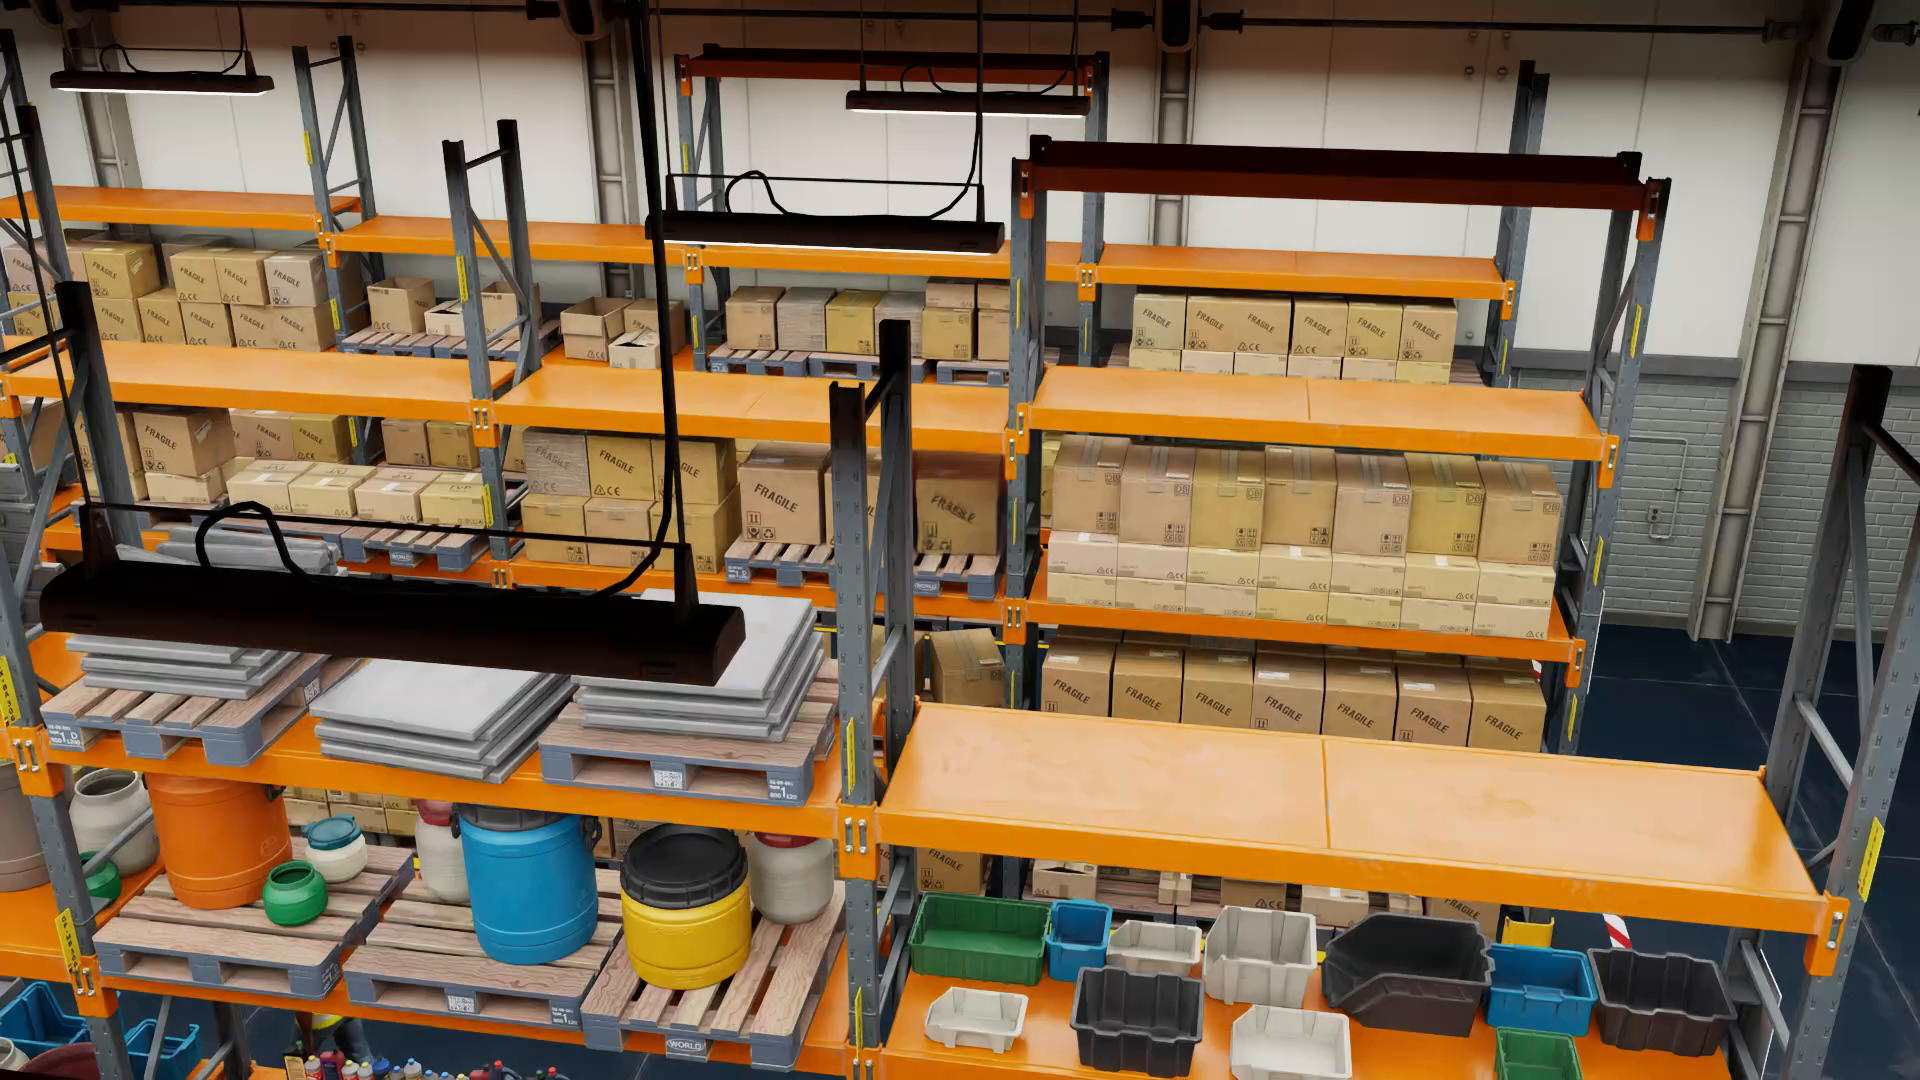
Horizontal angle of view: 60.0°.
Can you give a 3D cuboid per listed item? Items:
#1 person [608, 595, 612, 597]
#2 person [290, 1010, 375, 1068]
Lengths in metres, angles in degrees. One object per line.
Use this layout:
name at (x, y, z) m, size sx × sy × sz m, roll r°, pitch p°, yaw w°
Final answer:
person at (-3.318, 1.202, 15.396) m, size 0.754 × 1.675 × 0.659 m, roll 4°, pitch 23°, yaw 10°
person at (-4.226, 3.045, 10.915) m, size 0.915 × 1.721 × 0.588 m, roll 12°, pitch 26°, yaw 26°
